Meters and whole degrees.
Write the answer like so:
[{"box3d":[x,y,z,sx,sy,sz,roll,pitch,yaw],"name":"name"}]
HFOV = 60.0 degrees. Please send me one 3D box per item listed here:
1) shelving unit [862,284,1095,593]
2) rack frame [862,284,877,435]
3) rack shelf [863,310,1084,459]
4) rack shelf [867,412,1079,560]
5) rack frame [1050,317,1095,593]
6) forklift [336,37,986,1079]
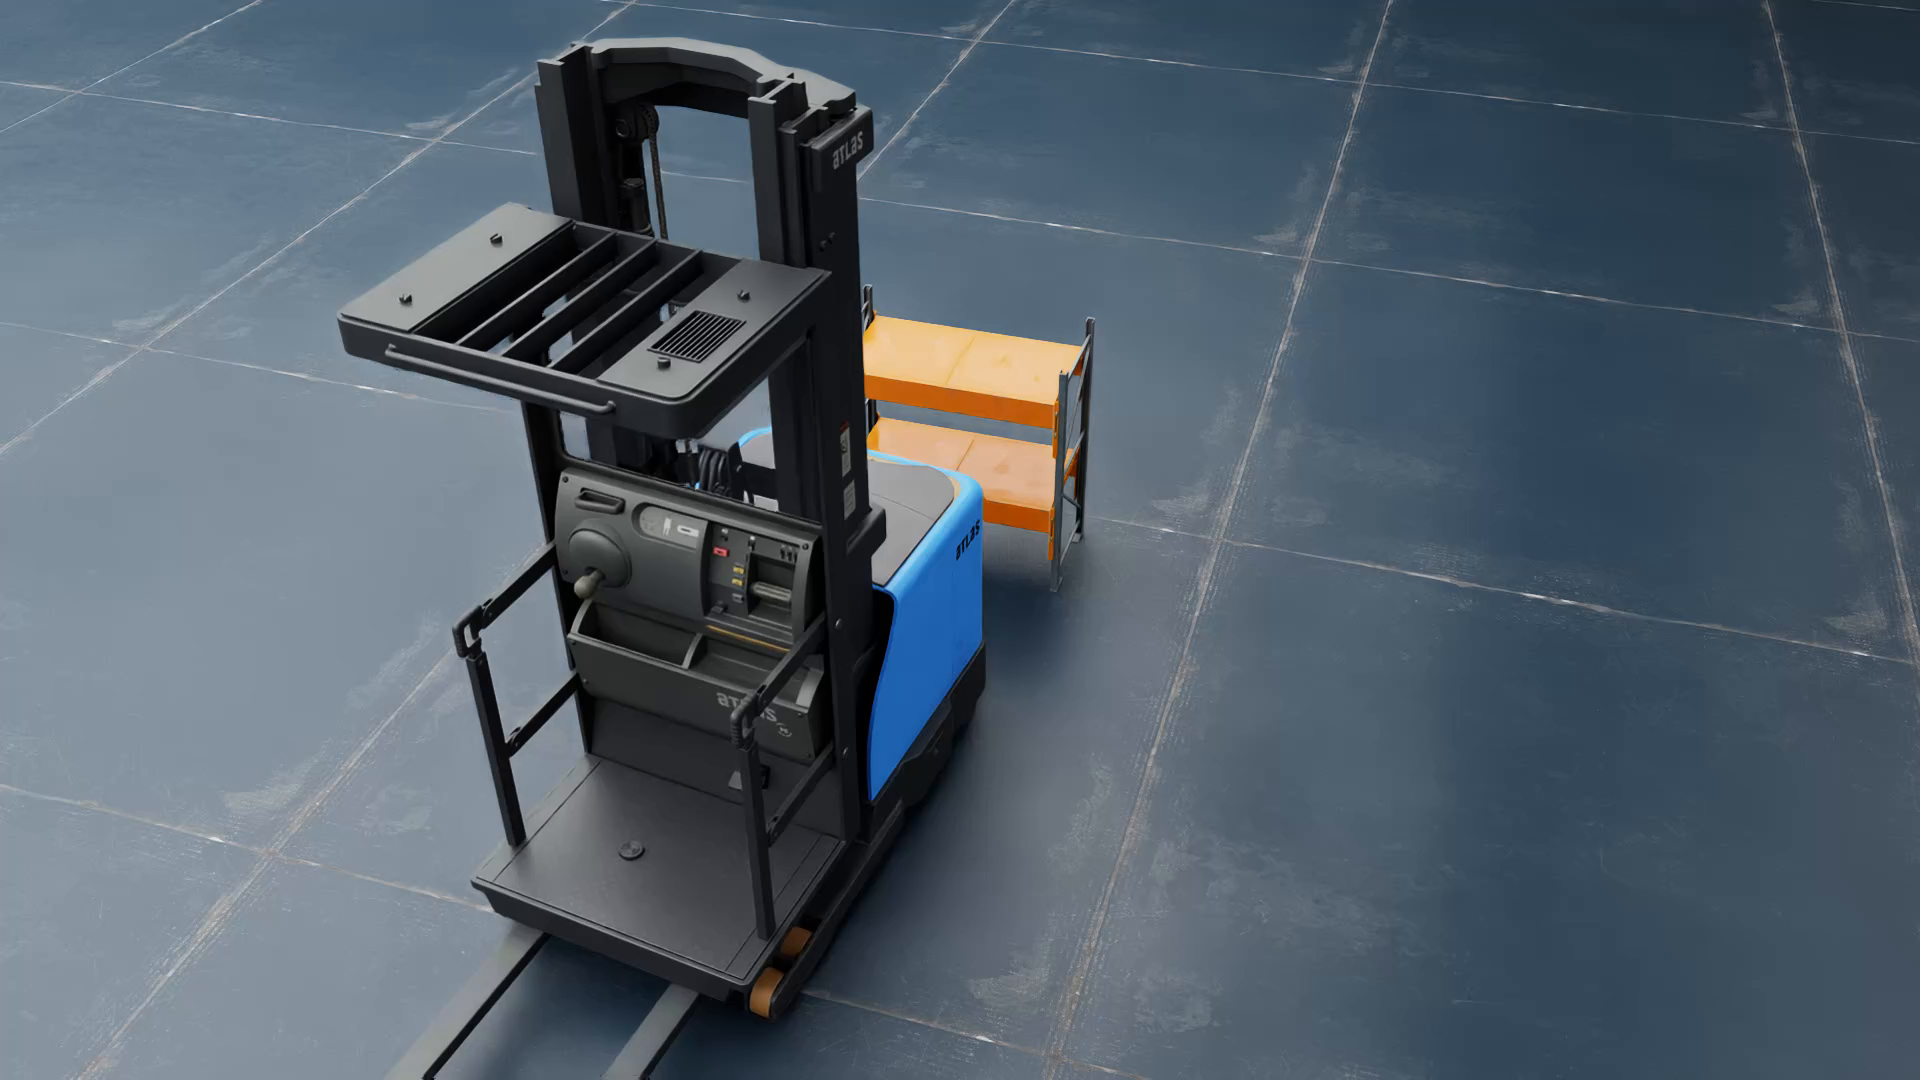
[{"box3d":[0.006,-0.452,7.415,1.048,1.125,0.538,10,38,14],"name":"shelving unit"},{"box3d":[-0.479,-0.542,7.537,0.032,1.125,0.500,10,38,14],"name":"rack frame"},{"box3d":[0.006,-0.688,7.241,1.000,0.278,0.538,10,38,14],"name":"rack shelf"},{"box3d":[0.006,-0.255,7.560,1.000,0.278,0.538,10,38,14],"name":"rack shelf"},{"box3d":[0.492,-0.362,7.293,0.032,1.125,0.500,10,38,14],"name":"rack frame"},{"box3d":[-0.968,0.125,5.108,1.130,2.935,3.031,15,39,19],"name":"forklift"}]
